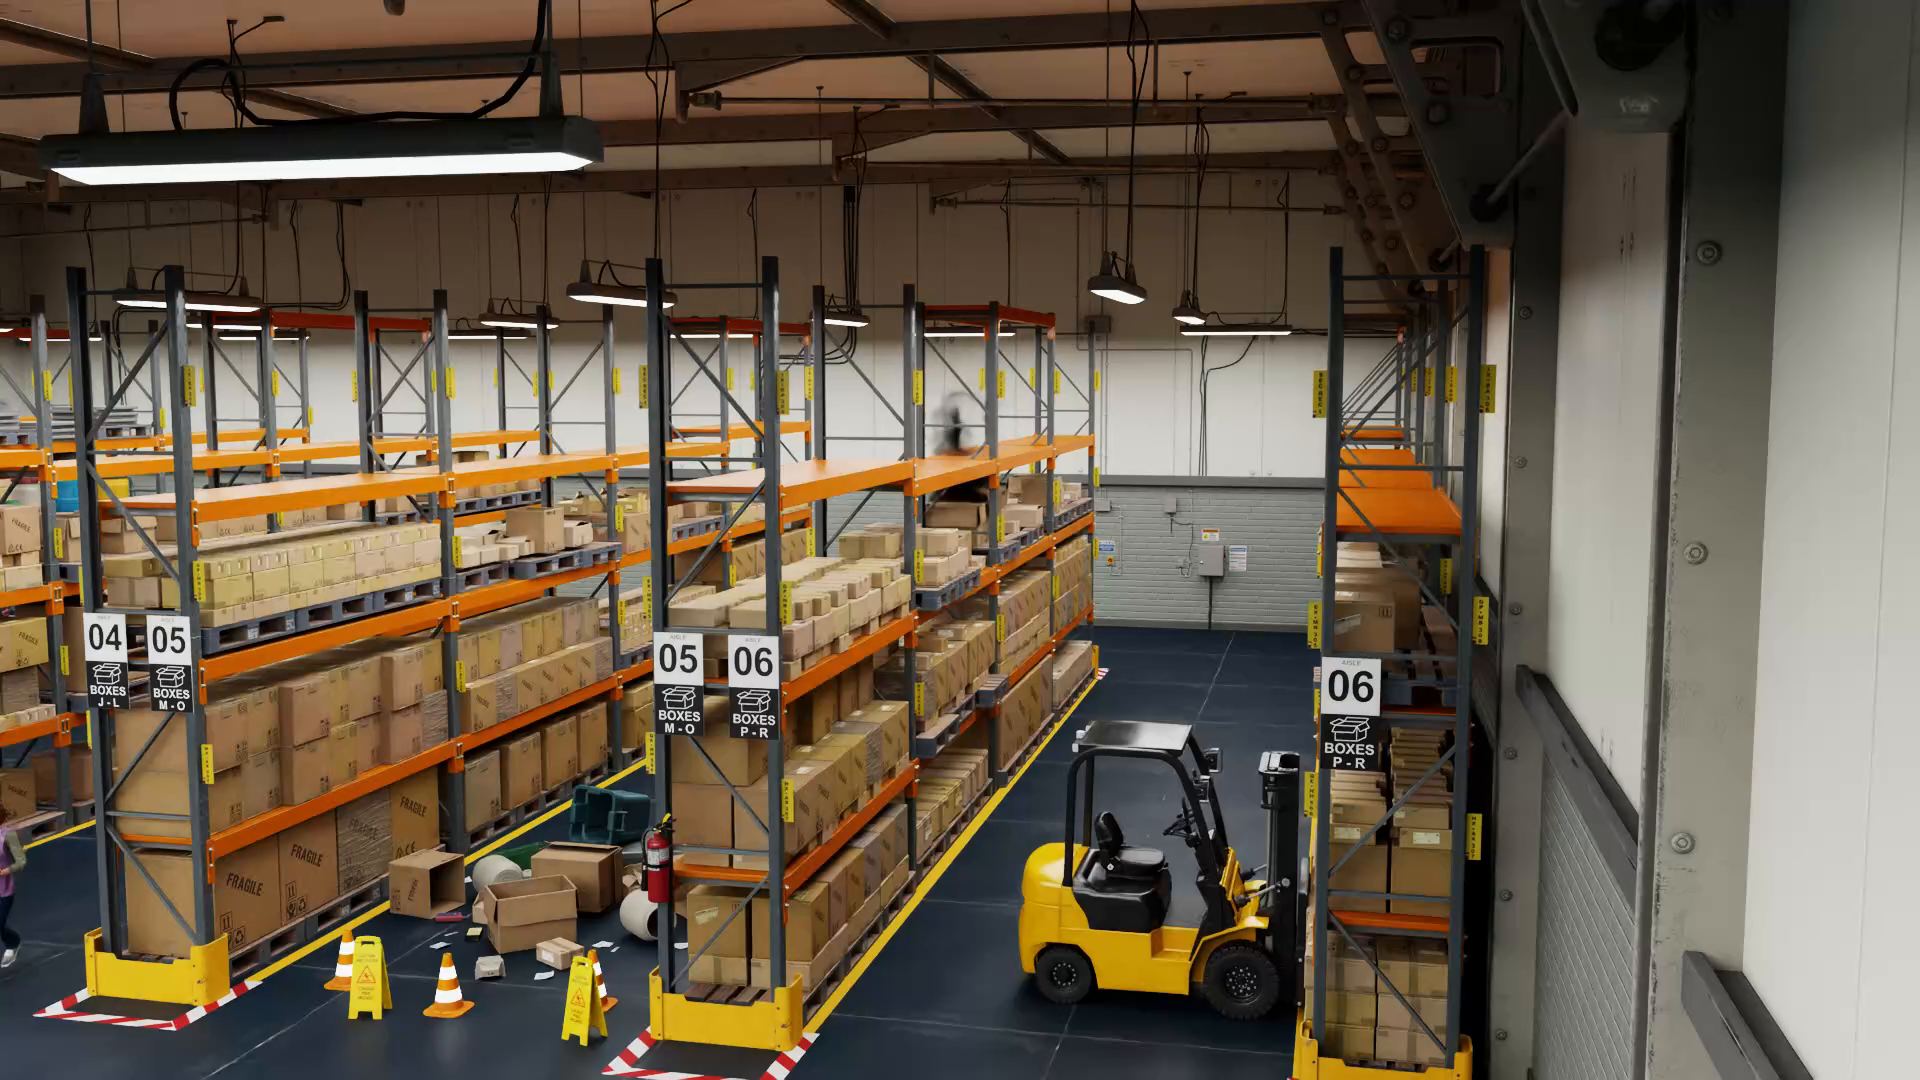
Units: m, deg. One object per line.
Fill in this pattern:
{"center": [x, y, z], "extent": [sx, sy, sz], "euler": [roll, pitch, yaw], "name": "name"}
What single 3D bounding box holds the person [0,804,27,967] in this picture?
{"center": [-8.118, 2.978, 14.011], "extent": [0.572, 1.585, 0.831], "euler": [0, 6, -2], "name": "person"}
